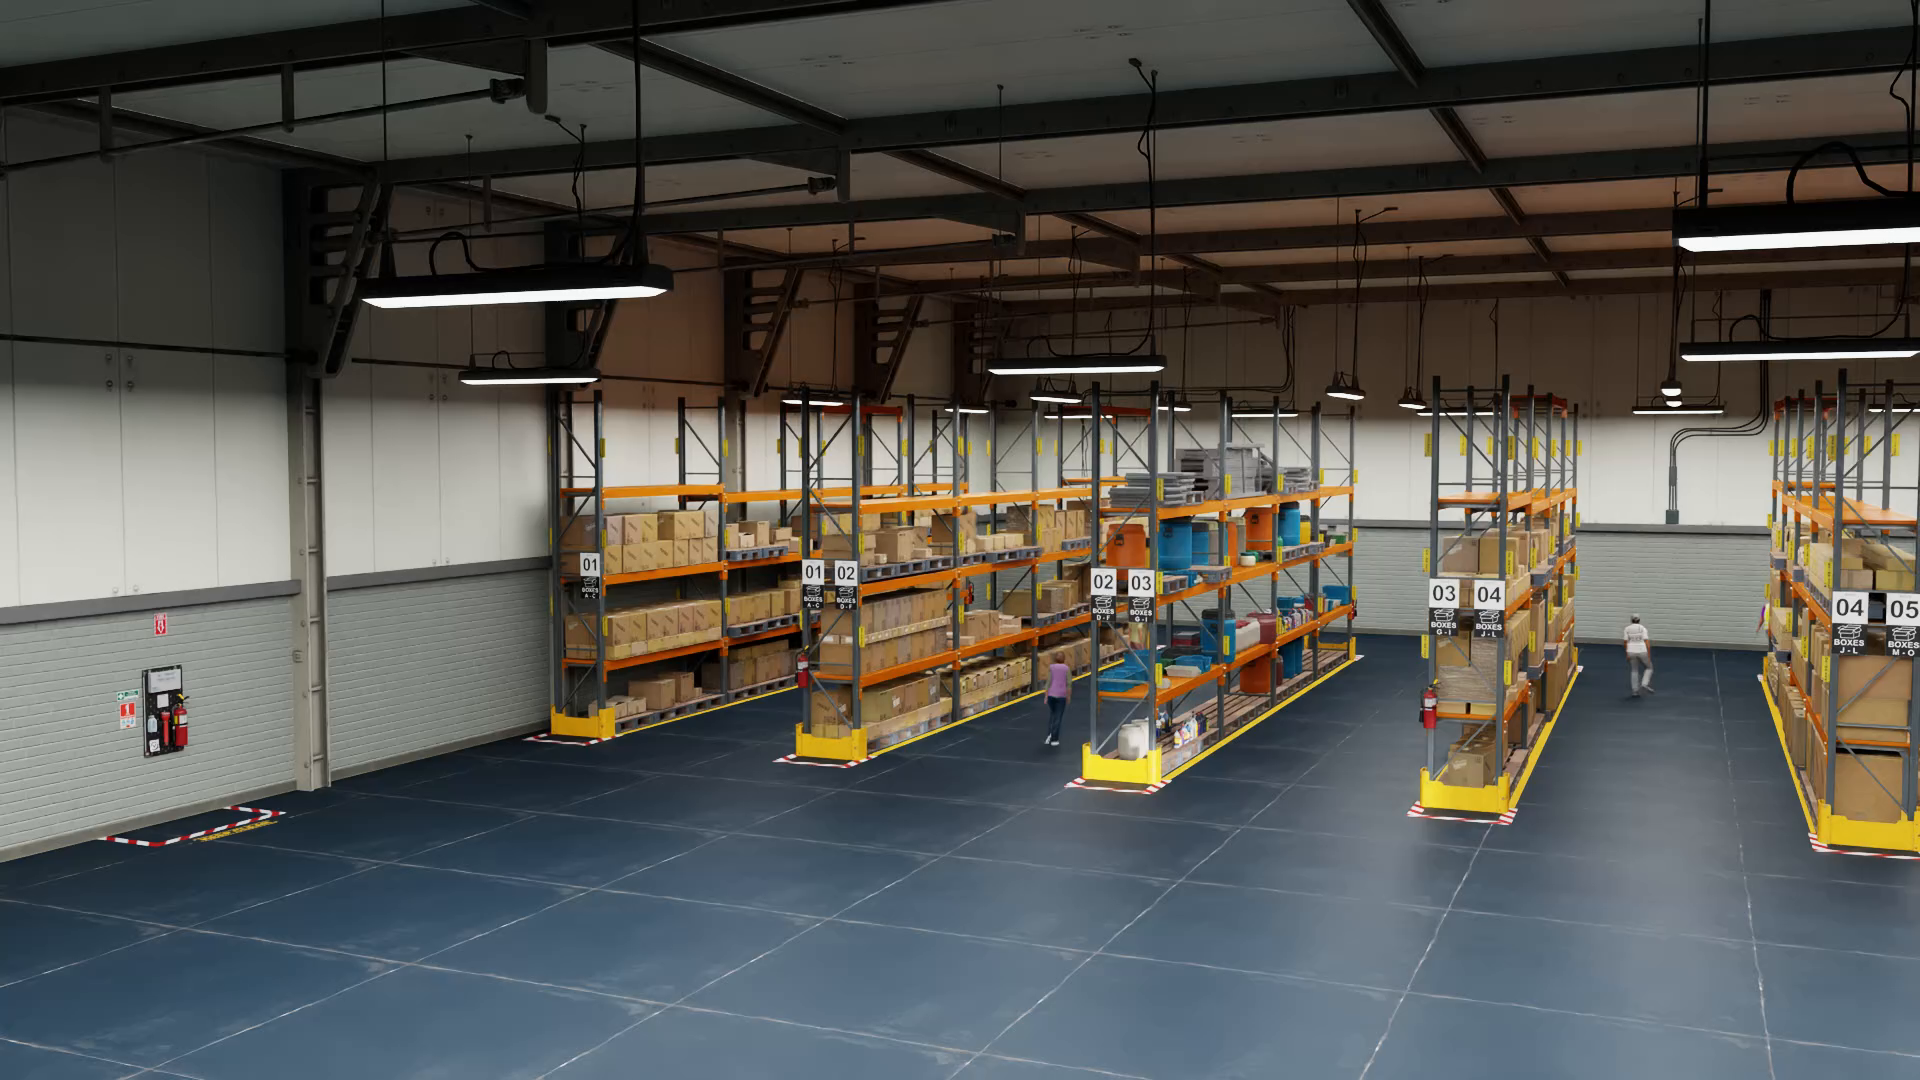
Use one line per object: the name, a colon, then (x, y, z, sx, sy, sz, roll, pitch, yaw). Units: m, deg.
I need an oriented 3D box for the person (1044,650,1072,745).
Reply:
person: (1.623, 2.664, 27.949, 0.466, 1.622, 0.469, 2, 4, 27)

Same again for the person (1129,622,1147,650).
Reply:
person: (3.714, 2.211, 35.378, 0.508, 1.671, 0.487, -1, 3, -24)

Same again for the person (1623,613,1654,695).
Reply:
person: (13.735, 2.315, 33.596, 0.622, 1.663, 0.443, 2, 4, 36)

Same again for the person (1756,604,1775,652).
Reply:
person: (18.573, 2.038, 37.962, 1.110, 1.713, 0.606, -2, 4, -35)
